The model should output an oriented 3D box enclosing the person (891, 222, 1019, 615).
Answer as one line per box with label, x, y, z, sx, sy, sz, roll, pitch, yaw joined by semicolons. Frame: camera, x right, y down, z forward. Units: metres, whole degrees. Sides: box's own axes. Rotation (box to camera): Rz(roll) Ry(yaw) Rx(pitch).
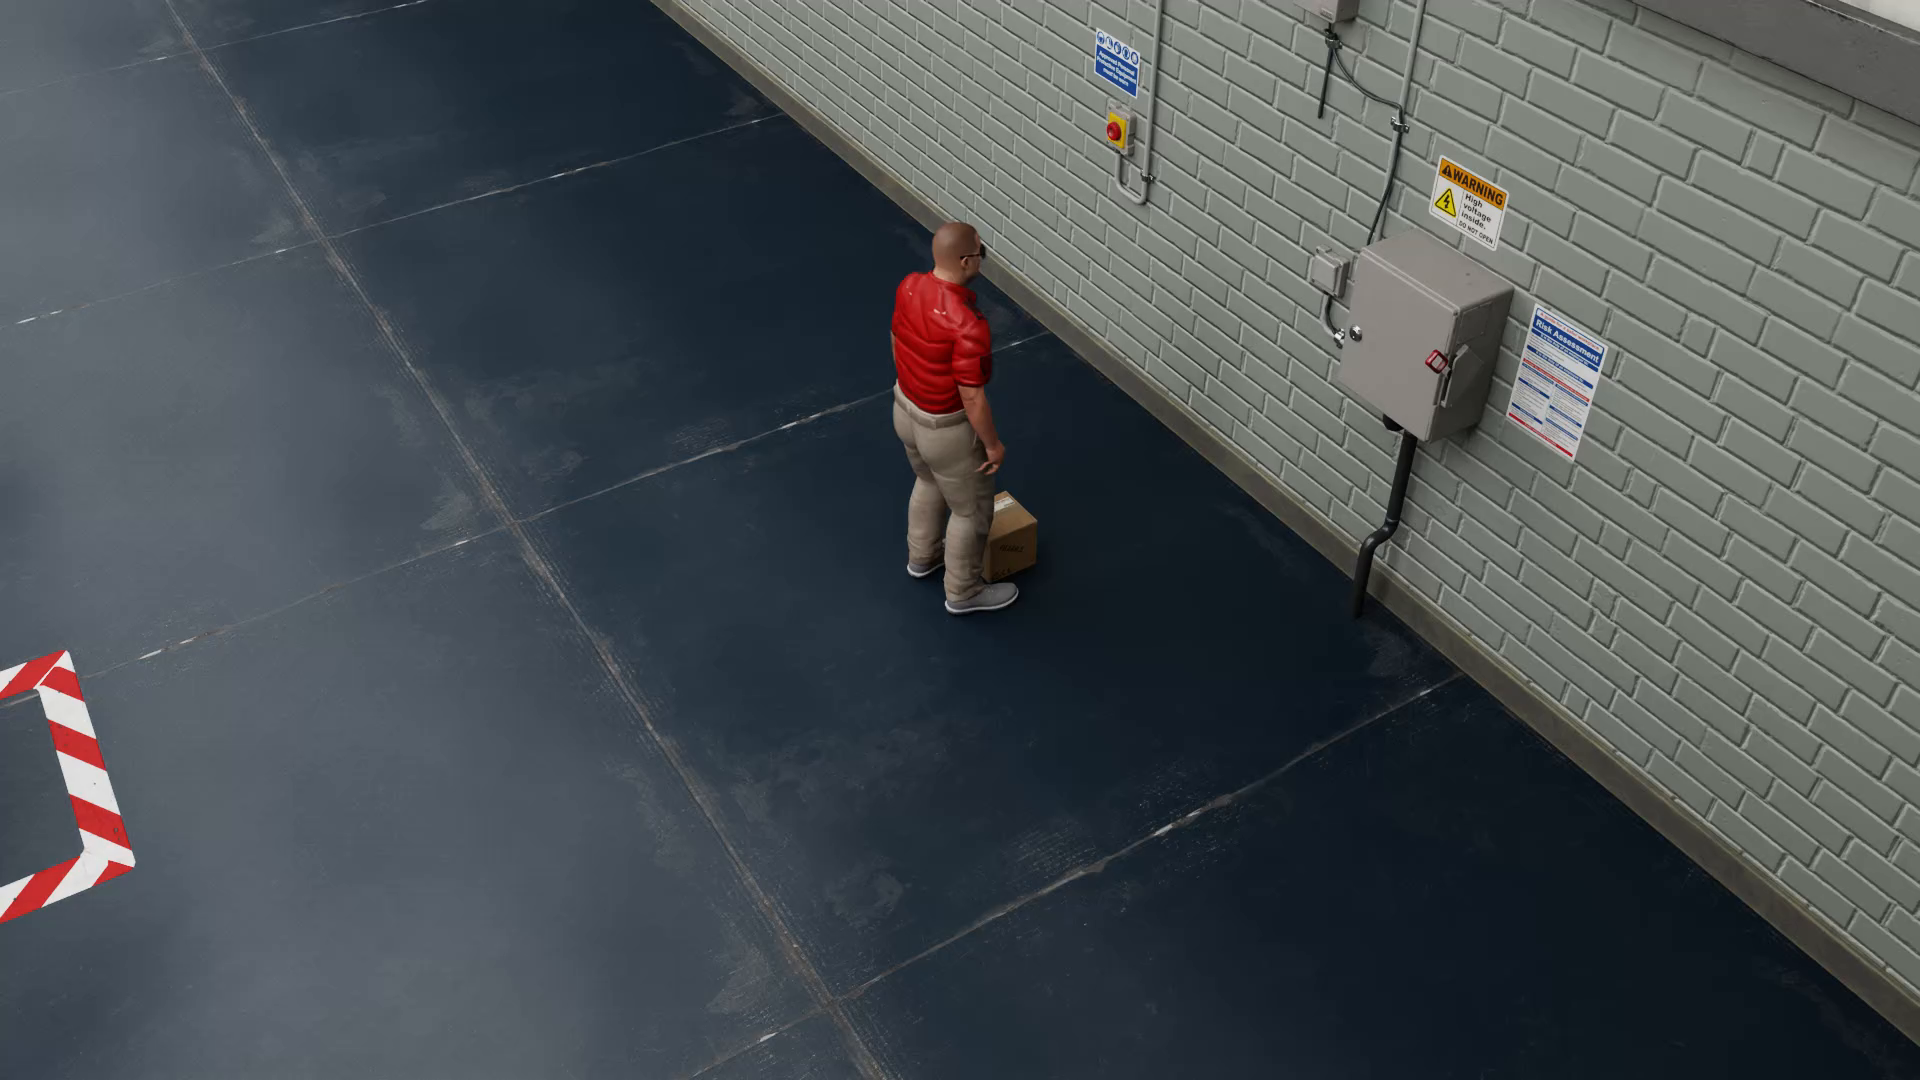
person;-0.048;-0.488;6.738;0.384;1.728;0.603;-24;46;-26
